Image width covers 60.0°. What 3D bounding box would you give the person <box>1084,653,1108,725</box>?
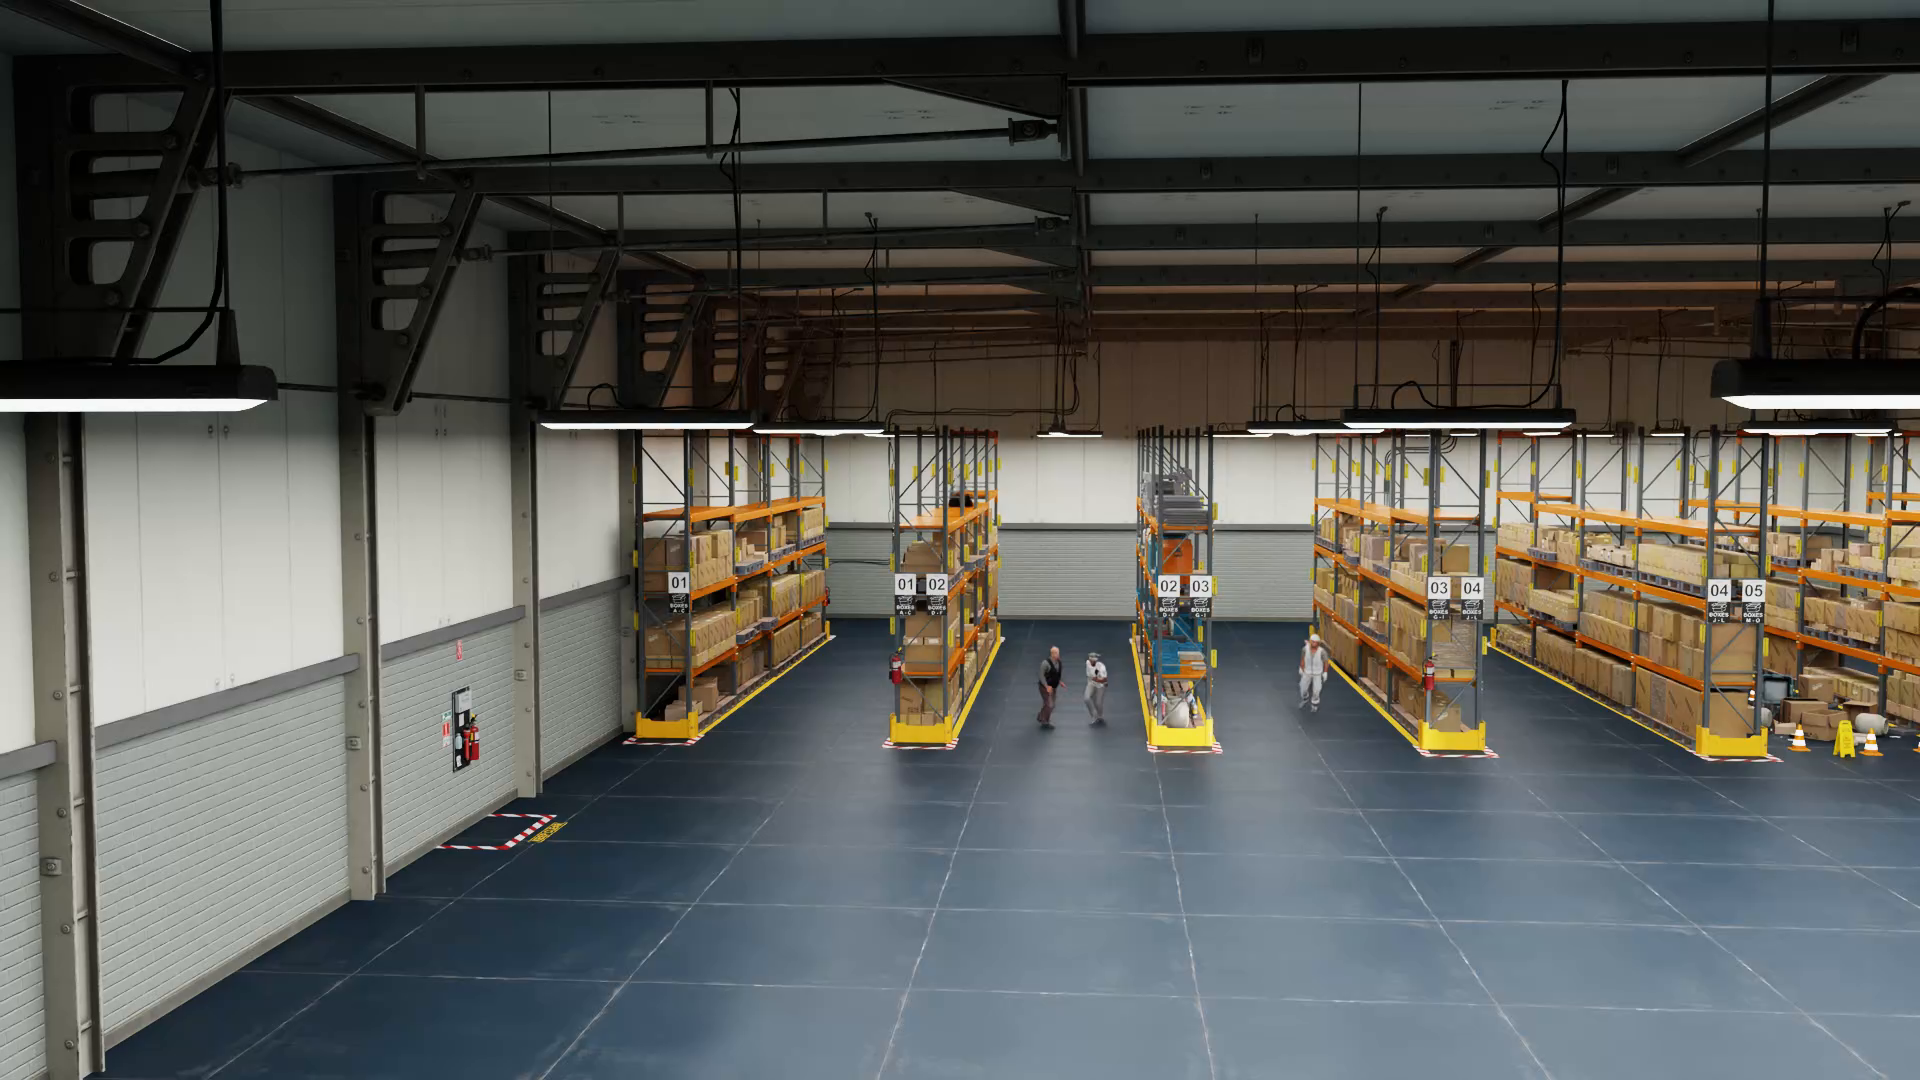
[{"bbox_3d":[2.757,2.965,33.510,0.590,1.460,1.074,1,4,23],"label":"person"}]

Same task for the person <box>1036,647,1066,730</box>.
[{"bbox_3d":[1.719,2.926,32.976,0.775,1.667,0.659,3,5,43],"label":"person"}]

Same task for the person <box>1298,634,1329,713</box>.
[{"bbox_3d":[7.372,2.776,34.687,0.663,1.681,0.692,1,4,20],"label":"person"}]
